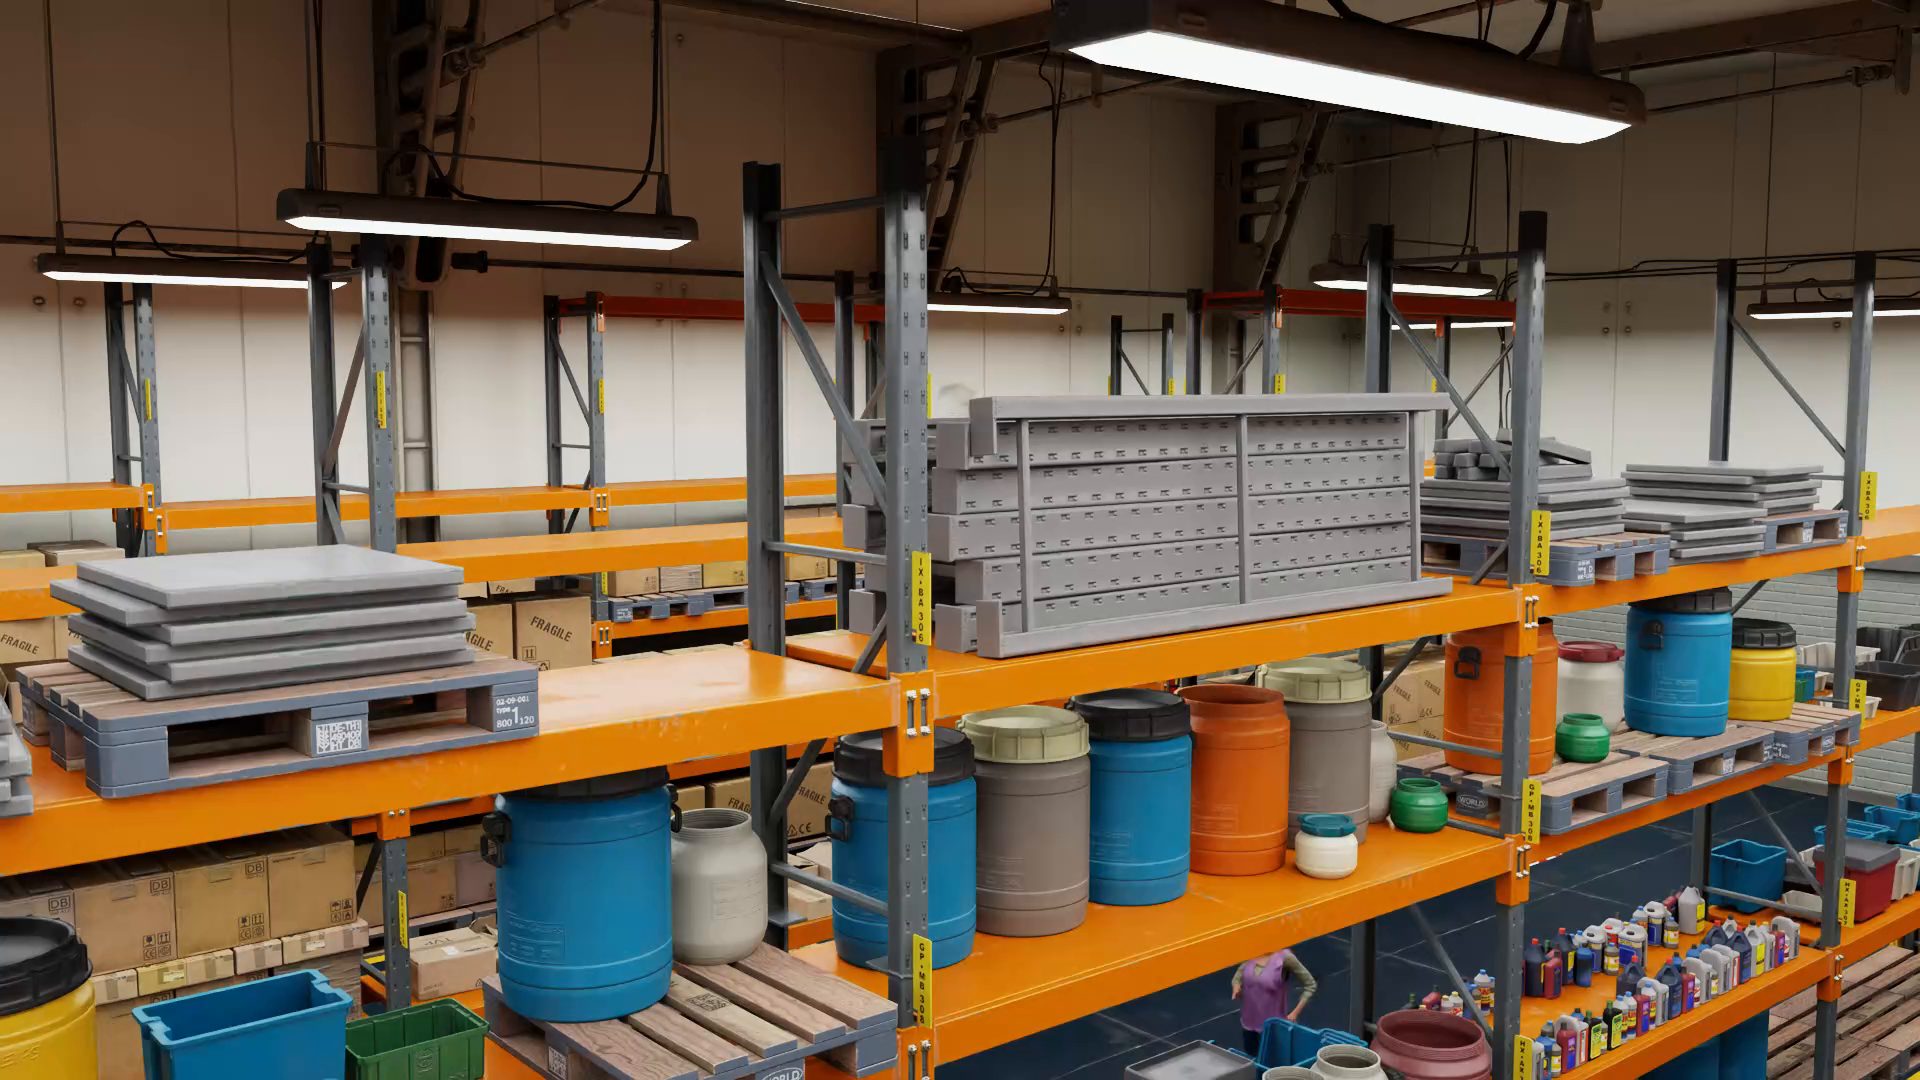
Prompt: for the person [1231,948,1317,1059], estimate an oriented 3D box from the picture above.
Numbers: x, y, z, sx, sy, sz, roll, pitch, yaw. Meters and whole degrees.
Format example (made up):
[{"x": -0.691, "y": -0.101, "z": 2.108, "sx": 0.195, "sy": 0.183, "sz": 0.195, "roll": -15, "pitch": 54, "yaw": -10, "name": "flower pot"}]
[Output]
[{"x": 2.076, "y": 3.284, "z": 11.207, "sx": 0.882, "sy": 1.578, "sz": 0.543, "roll": -5, "pitch": 7, "yaw": -43, "name": "person"}]
